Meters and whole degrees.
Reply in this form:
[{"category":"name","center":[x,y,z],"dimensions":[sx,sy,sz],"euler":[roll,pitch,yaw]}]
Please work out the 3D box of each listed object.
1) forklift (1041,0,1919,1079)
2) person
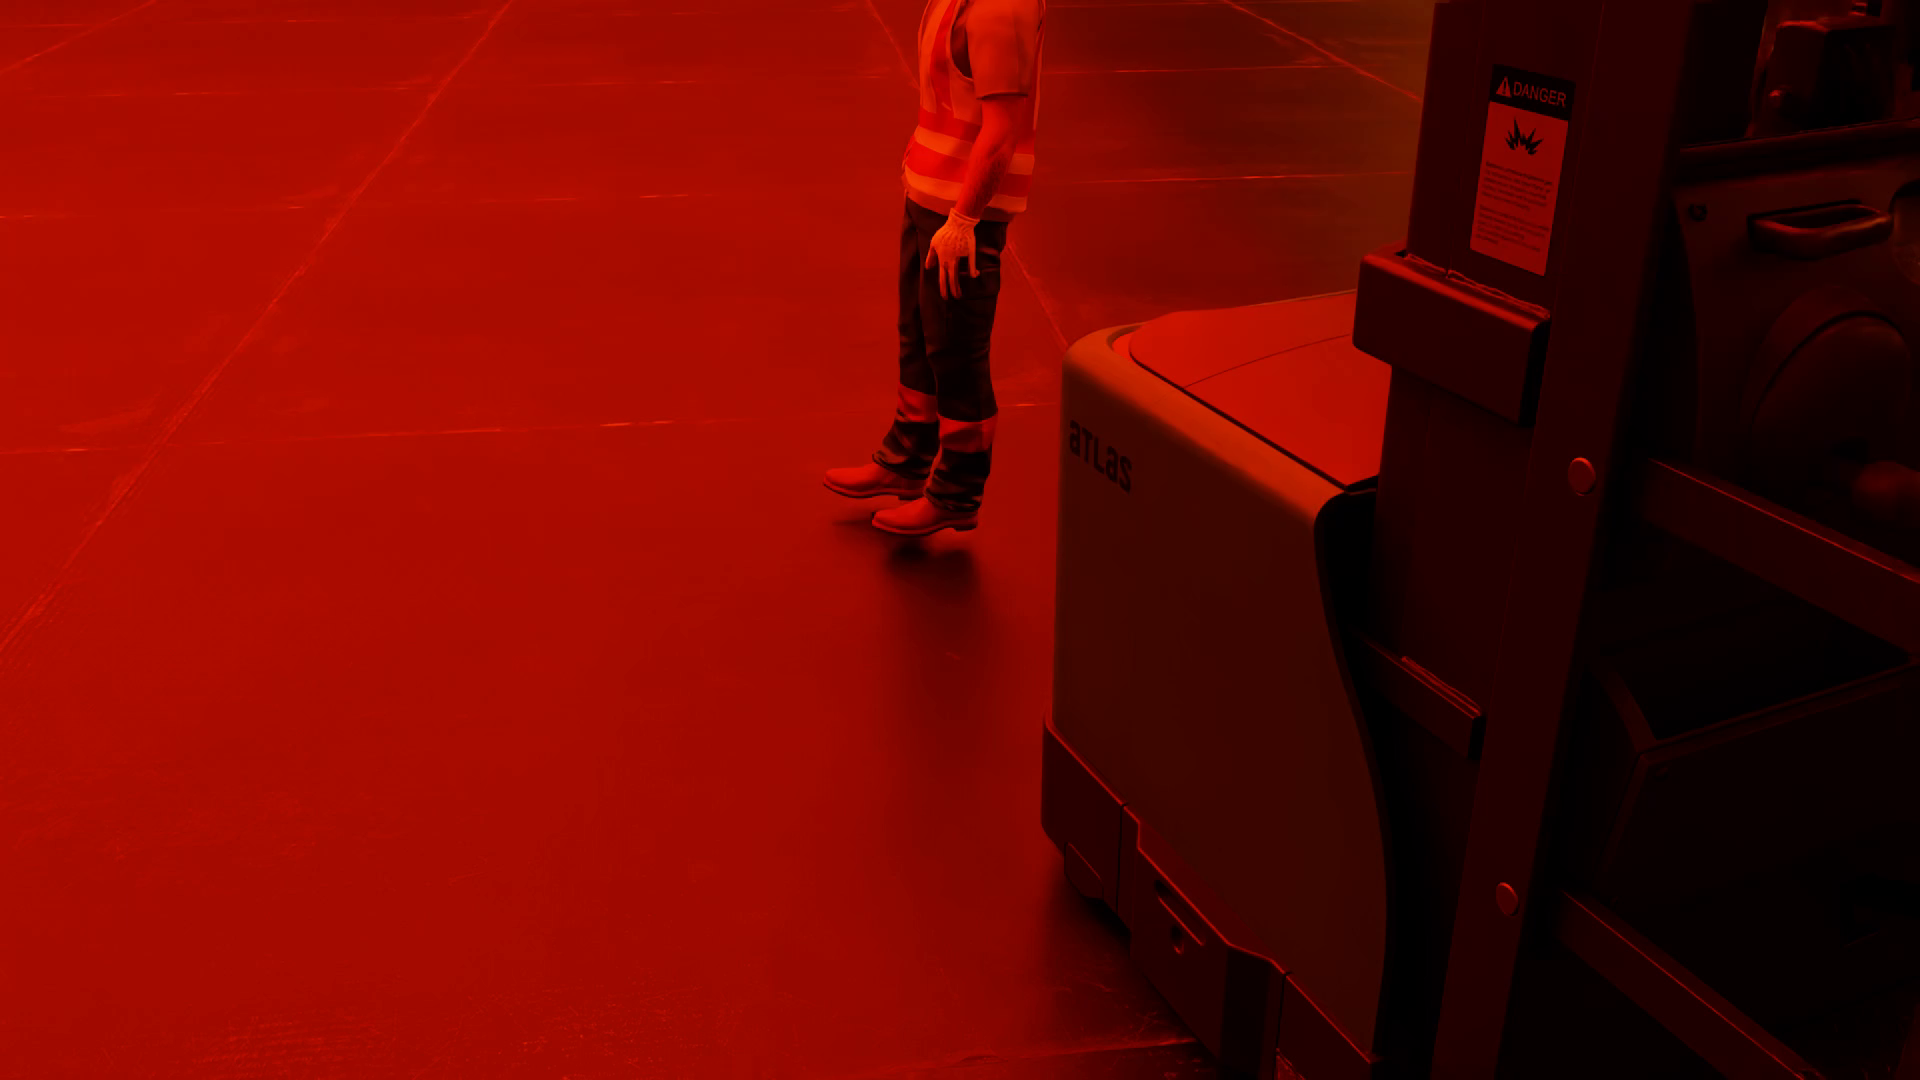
[{"category":"forklift","center":[1.242,-0.223,1.693],"dimensions":[1.130,2.935,3.031],"euler":[-11,28,-22]},{"category":"person","center":[-0.081,-0.850,4.199],"dimensions":[0.563,1.788,0.638],"euler":[-3,26,-7]}]
